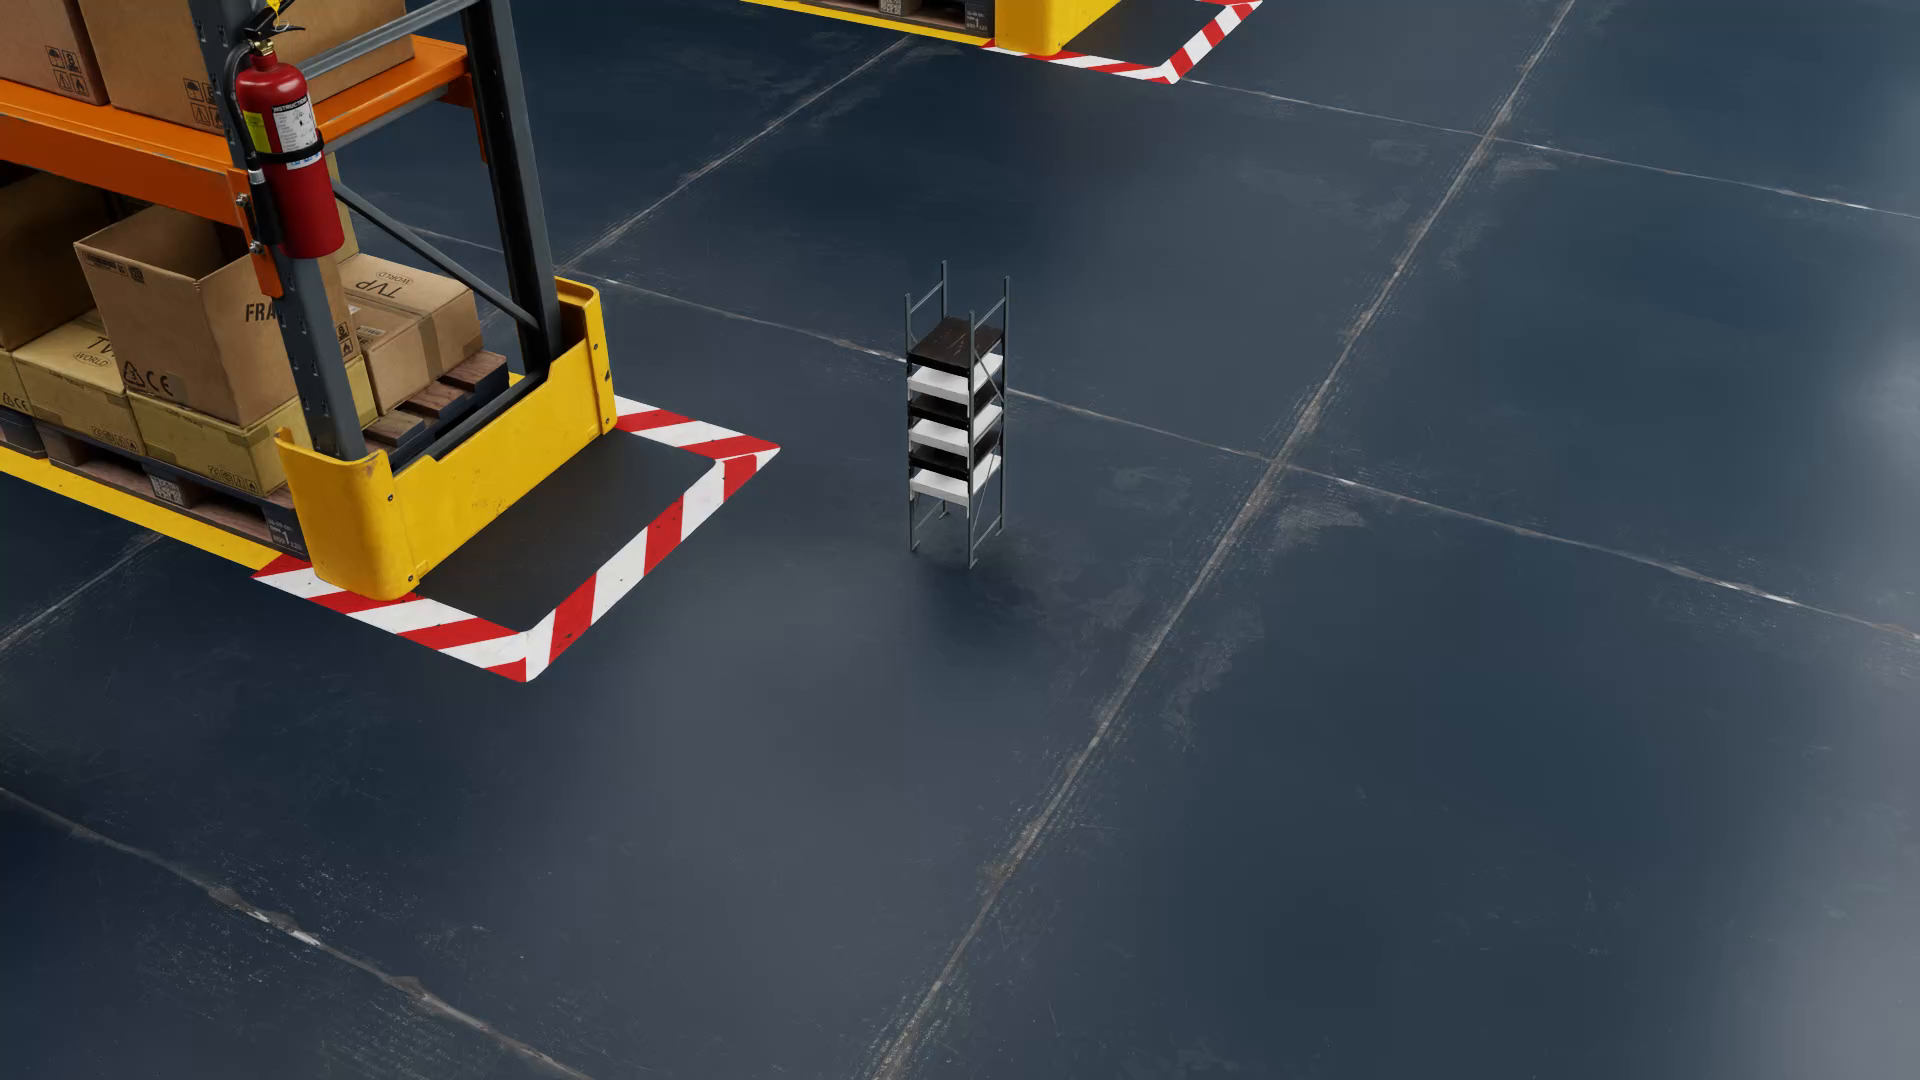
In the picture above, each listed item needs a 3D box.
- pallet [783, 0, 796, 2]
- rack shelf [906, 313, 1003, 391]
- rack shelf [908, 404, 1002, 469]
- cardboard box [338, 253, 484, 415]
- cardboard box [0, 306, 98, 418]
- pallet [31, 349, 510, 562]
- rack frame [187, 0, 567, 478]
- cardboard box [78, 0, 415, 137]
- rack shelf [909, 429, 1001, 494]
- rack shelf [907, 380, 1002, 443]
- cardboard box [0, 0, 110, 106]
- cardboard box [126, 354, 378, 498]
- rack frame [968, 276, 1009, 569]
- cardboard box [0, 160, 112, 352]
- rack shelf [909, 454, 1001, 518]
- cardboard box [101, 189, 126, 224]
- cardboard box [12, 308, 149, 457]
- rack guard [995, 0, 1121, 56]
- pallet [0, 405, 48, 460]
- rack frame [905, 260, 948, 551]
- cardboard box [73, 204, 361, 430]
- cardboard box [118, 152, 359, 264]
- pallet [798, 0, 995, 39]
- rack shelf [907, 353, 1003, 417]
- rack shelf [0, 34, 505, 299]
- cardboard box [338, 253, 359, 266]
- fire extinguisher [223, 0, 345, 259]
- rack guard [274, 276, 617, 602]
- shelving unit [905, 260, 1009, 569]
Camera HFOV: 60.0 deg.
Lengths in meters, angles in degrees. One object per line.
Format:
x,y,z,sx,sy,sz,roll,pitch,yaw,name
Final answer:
-1.220,-3.476,9.655,1.213,0.211,1.003,17,41,21,pallet
-0.007,-0.549,4.838,0.200,0.077,0.258,17,41,21,rack shelf
-0.007,-0.334,5.001,0.200,0.077,0.258,17,41,21,rack shelf
-1.987,-0.704,5.624,0.500,0.250,0.500,17,41,21,cardboard box
-3.120,-0.697,5.614,0.500,0.250,0.500,17,41,21,cardboard box
-2.312,-0.443,5.659,1.213,0.211,1.003,17,41,21,pallet
-1.614,-1.364,4.566,0.127,3.000,1.000,17,41,21,rack frame
-2.022,-1.540,4.716,0.500,0.500,0.700,17,41,22,cardboard box
-0.007,-0.262,5.055,0.200,0.077,0.258,17,41,21,rack shelf
-0.007,-0.406,4.947,0.200,0.077,0.258,17,41,21,rack shelf
-2.491,-1.684,4.905,0.500,0.500,0.700,18,41,23,cardboard box
-2.226,-0.426,5.258,0.500,0.250,0.500,17,41,21,cardboard box
0.083,-0.332,4.944,0.006,0.900,0.240,17,41,21,rack frame
-3.121,-0.994,5.385,0.500,0.500,0.500,17,41,21,cardboard box
-0.007,-0.191,5.110,0.200,0.077,0.258,17,41,21,rack shelf
-2.882,-1.273,5.753,0.500,0.500,0.500,17,41,21,cardboard box
-2.675,-0.559,5.432,0.500,0.250,0.500,17,41,21,cardboard box
0.579,-3.022,8.818,0.348,0.500,1.175,17,41,21,rack guard
-3.391,-0.783,6.107,1.213,0.211,1.003,17,41,21,pallet
-0.097,-0.389,5.018,0.006,0.900,0.240,17,41,21,rack frame
-2.227,-0.724,5.029,0.500,0.500,0.500,17,41,21,cardboard box
-2.432,-1.141,5.579,0.500,0.500,0.500,17,41,21,cardboard box
-0.140,-3.136,9.207,1.213,0.211,1.003,17,41,21,pallet
-0.007,-0.478,4.892,0.200,0.077,0.258,17,41,21,rack shelf
-3.389,-1.633,5.516,4.000,0.370,1.077,17,41,21,rack shelf
-2.433,-0.841,5.805,0.500,0.250,0.500,17,41,21,cardboard box
-1.722,-1.051,4.217,0.183,0.674,0.296,17,41,21,fire extinguisher
-1.592,-0.362,5.313,0.348,0.500,1.175,17,41,21,rack guard
-0.007,-0.361,4.981,0.210,0.900,0.258,17,41,21,shelving unit
